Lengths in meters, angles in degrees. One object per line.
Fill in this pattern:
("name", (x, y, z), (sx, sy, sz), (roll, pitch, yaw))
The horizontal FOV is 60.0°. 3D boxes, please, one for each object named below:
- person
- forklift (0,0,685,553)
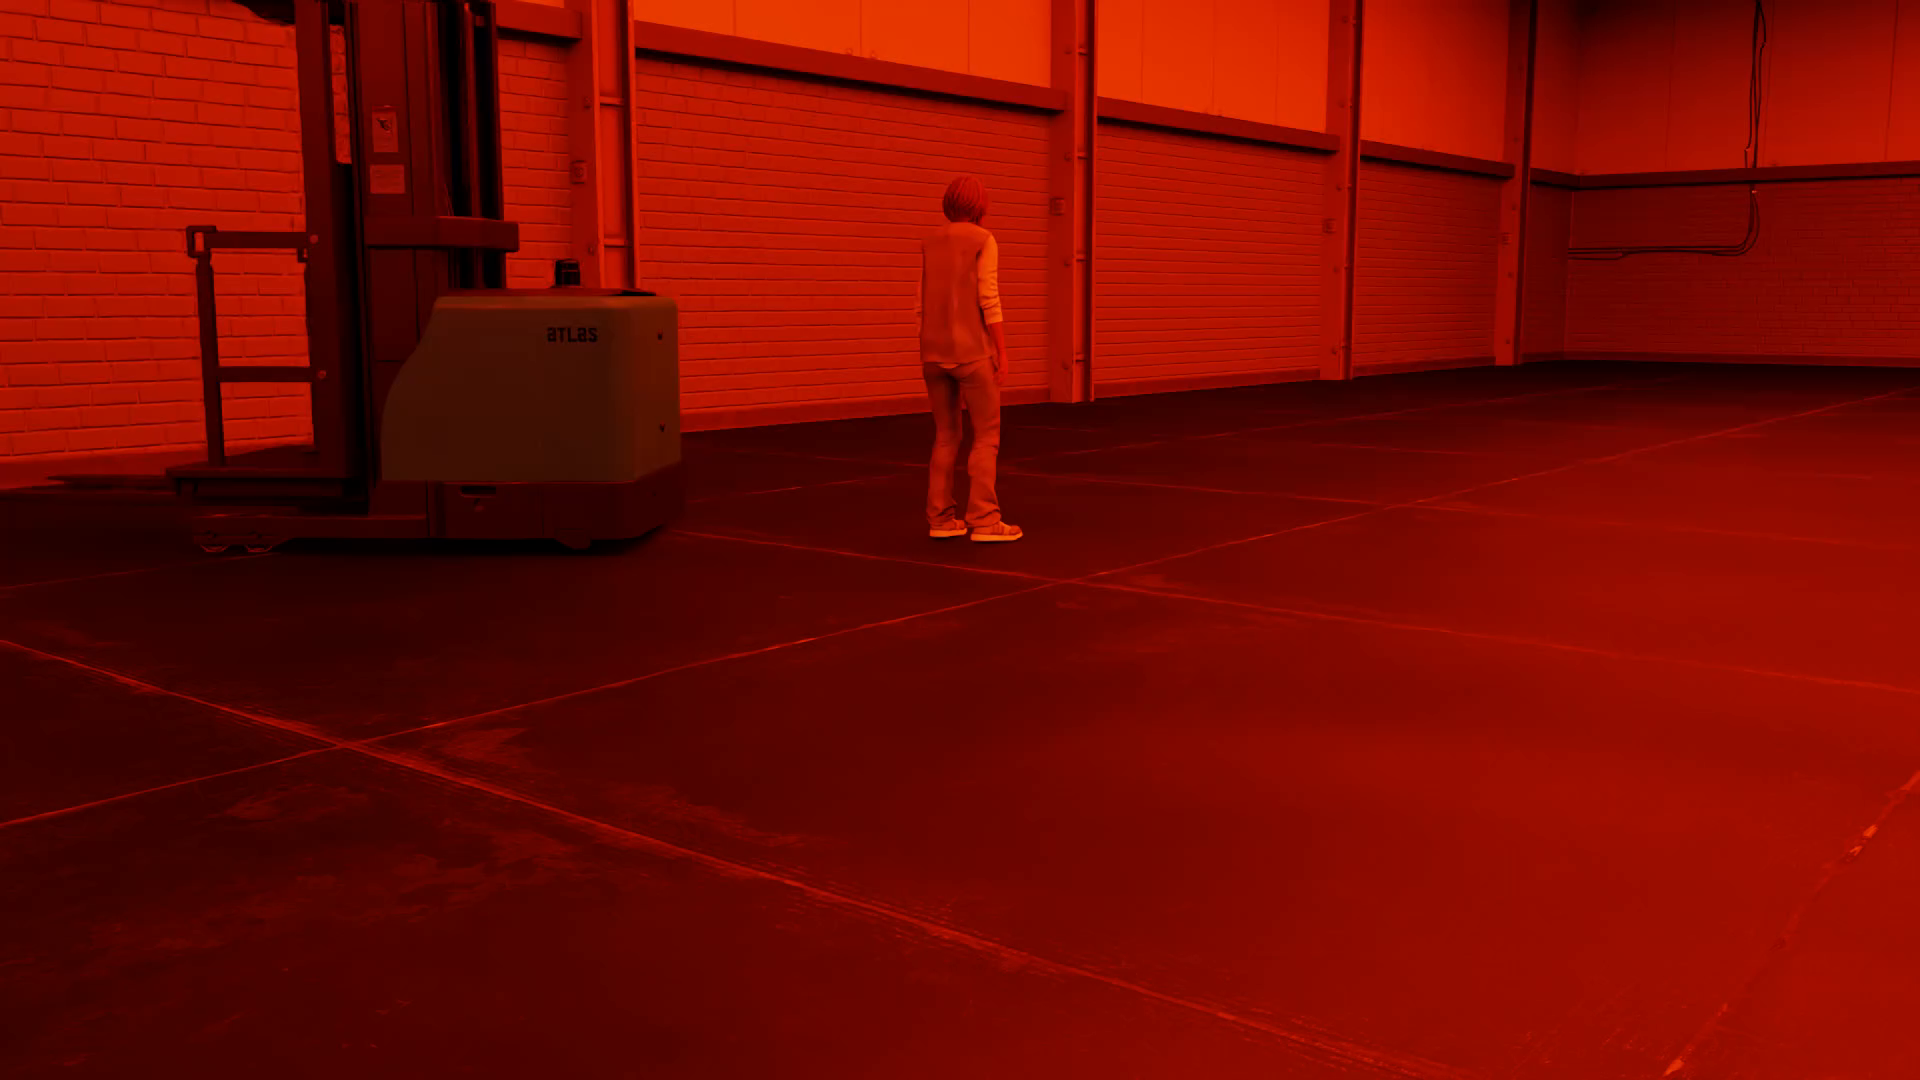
("person", (0.008, -0.790, 7.310), (0.467, 1.592, 0.344), (6, 10, 37))
("forklift", (-2.836, -1.469, 7.323), (3.031, 2.935, 1.130), (1, 8, 4))
